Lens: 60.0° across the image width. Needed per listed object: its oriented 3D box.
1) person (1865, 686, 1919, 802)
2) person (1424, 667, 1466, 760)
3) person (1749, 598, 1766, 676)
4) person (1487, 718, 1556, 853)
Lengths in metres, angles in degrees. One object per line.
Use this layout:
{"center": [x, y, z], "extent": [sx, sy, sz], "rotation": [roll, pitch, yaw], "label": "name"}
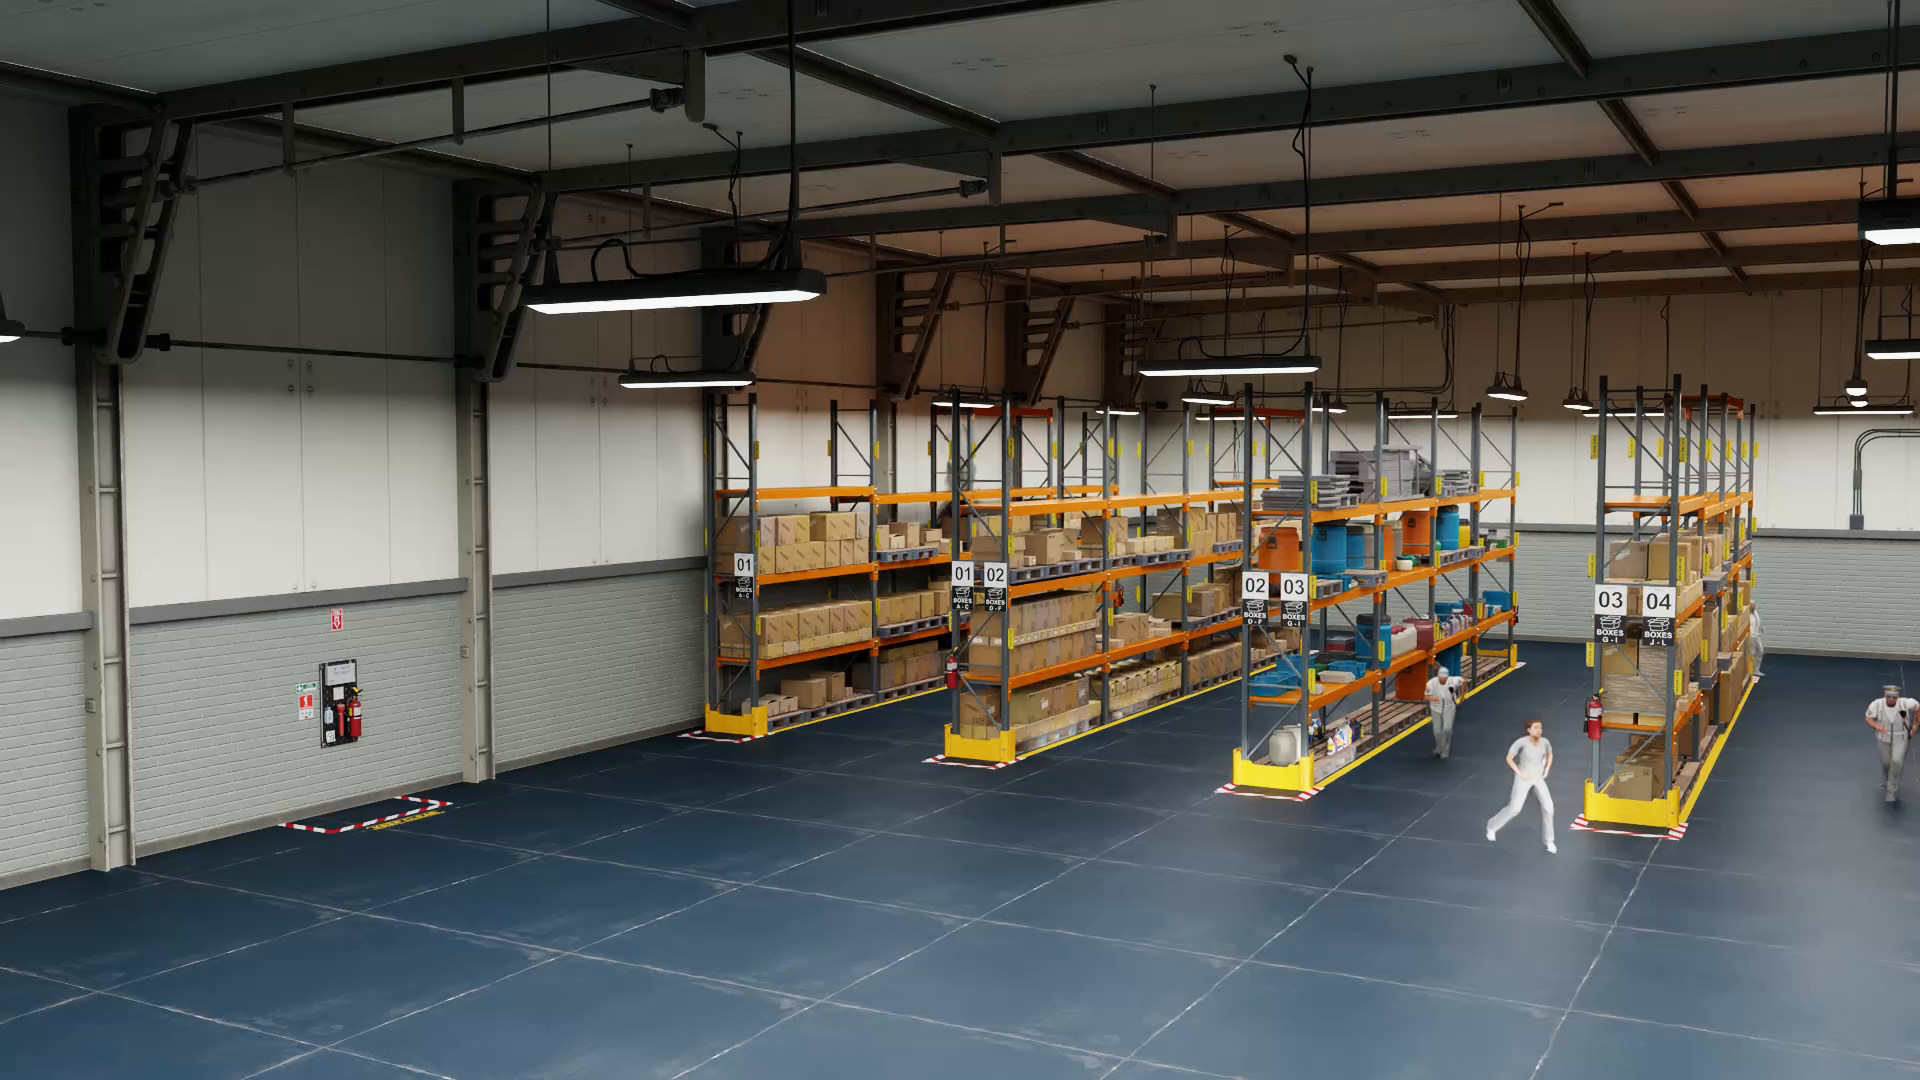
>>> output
{"center": [13.450, 2.911, 23.983], "extent": [0.707, 1.721, 1.019], "rotation": [2, 4, 30], "label": "person"}
{"center": [7.846, 2.794, 26.971], "extent": [0.601, 1.552, 0.945], "rotation": [1, 3, 17], "label": "person"}
{"center": [17.499, 2.150, 36.944], "extent": [0.710, 1.733, 0.746], "rotation": [-2, 4, -38], "label": "person"}
{"center": [7.130, 3.064, 20.970], "extent": [0.806, 1.663, 0.743], "rotation": [-1, 3, -13], "label": "person"}
